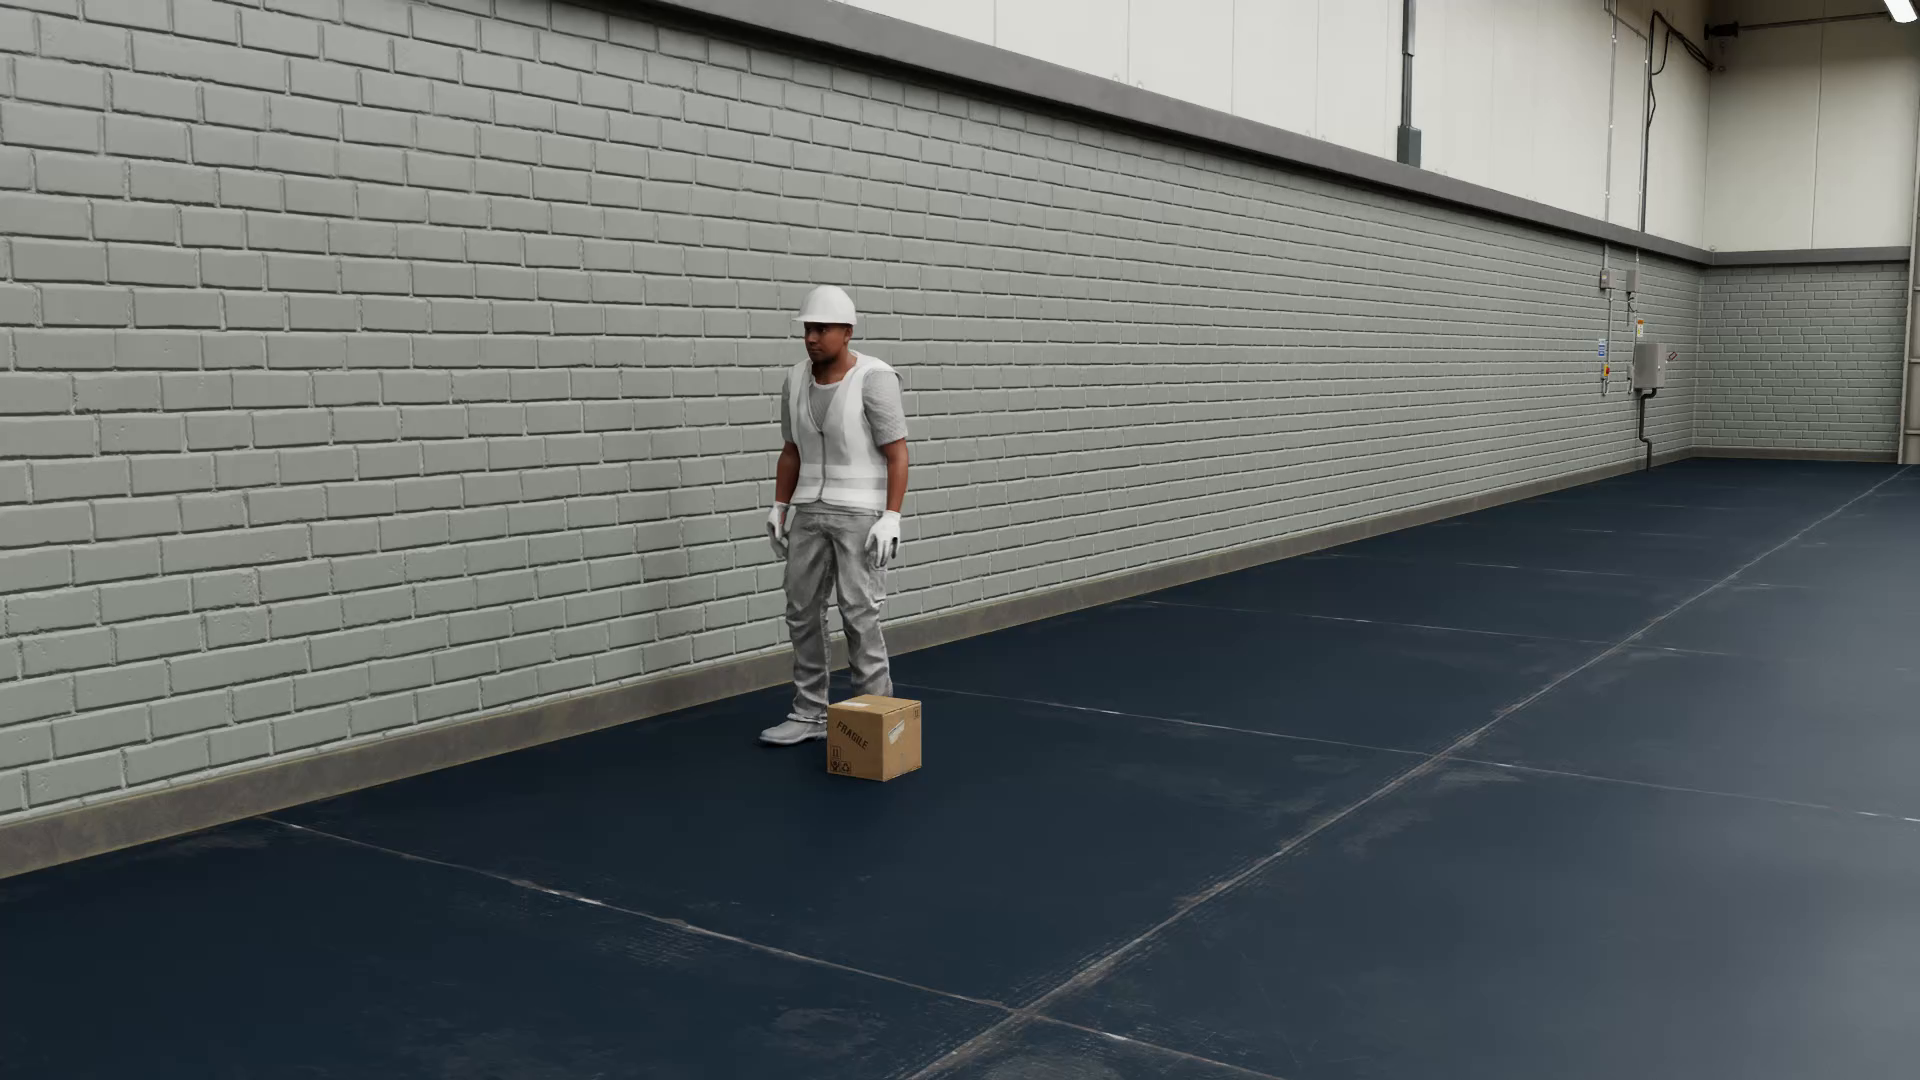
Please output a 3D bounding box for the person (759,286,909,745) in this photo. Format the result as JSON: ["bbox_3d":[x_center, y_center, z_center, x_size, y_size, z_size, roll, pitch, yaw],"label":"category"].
[{"bbox_3d":[-0.479,-0.077,6.382,0.617,1.774,0.450,4,7,34],"label":"person"}]
